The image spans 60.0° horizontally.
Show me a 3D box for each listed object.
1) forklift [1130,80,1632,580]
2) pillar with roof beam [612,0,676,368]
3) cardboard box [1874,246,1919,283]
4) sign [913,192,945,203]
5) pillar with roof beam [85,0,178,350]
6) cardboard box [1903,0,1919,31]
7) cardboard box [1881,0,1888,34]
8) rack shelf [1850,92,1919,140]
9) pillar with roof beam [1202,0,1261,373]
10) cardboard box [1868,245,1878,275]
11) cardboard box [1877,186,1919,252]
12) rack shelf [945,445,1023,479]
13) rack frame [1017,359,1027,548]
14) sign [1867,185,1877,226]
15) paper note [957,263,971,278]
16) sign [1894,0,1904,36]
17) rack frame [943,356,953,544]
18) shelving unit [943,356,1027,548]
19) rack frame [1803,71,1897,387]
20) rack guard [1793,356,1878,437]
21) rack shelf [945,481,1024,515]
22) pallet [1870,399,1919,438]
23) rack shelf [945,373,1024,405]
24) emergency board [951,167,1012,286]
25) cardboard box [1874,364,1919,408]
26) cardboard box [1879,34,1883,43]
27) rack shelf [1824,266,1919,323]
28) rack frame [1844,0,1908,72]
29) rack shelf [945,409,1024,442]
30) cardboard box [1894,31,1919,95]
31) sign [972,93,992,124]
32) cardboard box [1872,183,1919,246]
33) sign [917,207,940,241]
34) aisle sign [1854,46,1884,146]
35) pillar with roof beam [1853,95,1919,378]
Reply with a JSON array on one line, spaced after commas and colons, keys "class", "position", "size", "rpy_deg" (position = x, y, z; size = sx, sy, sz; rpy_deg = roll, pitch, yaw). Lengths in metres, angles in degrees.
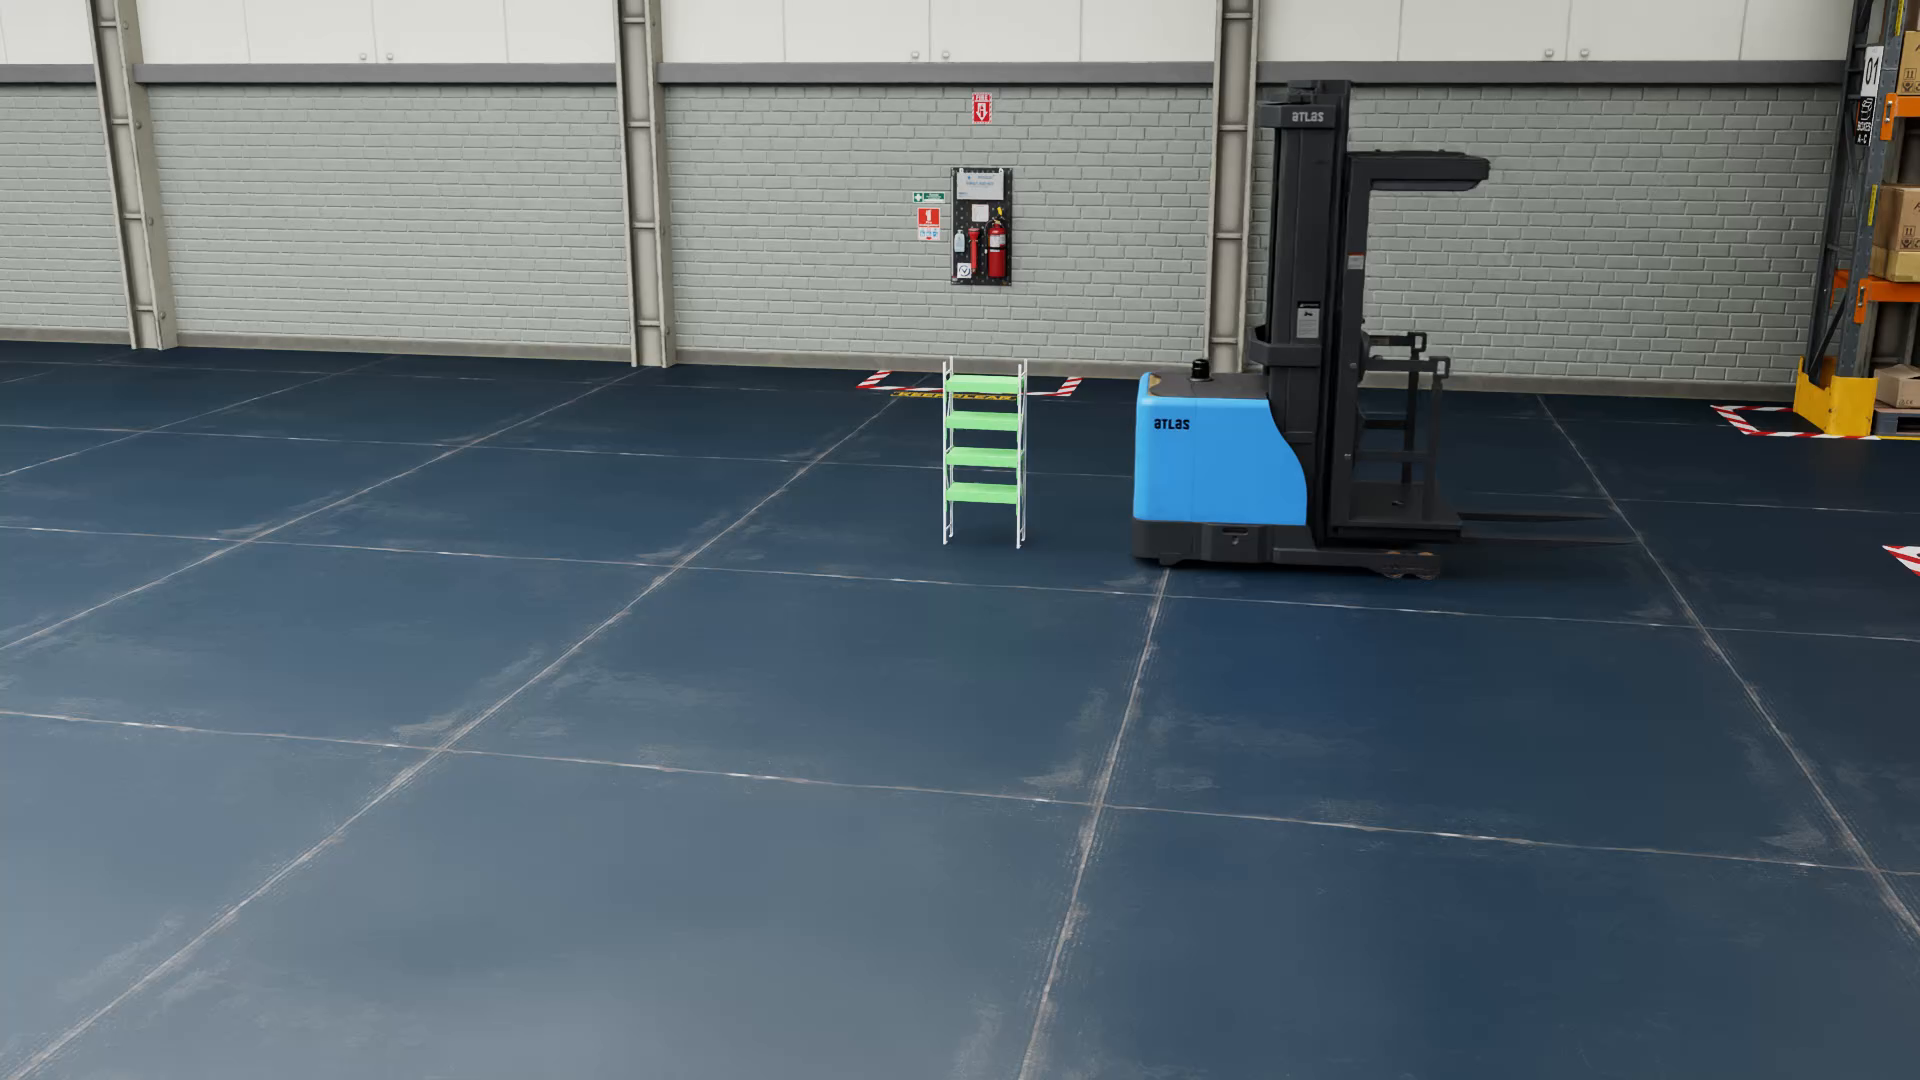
[{"class": "forklift", "position": [2.625, -1.322, 10.273], "size": [3.031, 2.935, 1.130], "rpy_deg": [2, 16, 7]}, {"class": "pillar with roof beam", "position": [-4.119, -5.082, 12.481], "size": [0.400, 9.000, 9.100], "rpy_deg": [3, 16, 11]}, {"class": "cardboard box", "position": [8.055, -2.318, 13.984], "size": [0.500, 0.250, 0.500], "rpy_deg": [3, 16, 9]}, {"class": "sign", "position": [-0.314, -3.465, 16.824], "size": [0.331, 0.109, 0.001], "rpy_deg": [3, 16, 11]}, {"class": "pillar with roof beam", "position": [-9.999, -5.401, 13.633], "size": [0.400, 9.000, 9.100], "rpy_deg": [3, 16, 11]}, {"class": "cardboard box", "position": [7.969, -4.391, 13.507], "size": [0.500, 0.500, 0.500], "rpy_deg": [2, 16, 7]}, {"class": "cardboard box", "position": [8.114, -4.520, 13.974], "size": [0.500, 0.500, 0.500], "rpy_deg": [4, 16, 14]}, {"class": "rack shelf", "position": [9.600, -3.482, 13.672], "size": [4.000, 0.370, 1.077], "rpy_deg": [3, 16, 11]}, {"class": "pillar with roof beam", "position": [1.760, -4.763, 11.328], "size": [0.400, 9.000, 9.100], "rpy_deg": [3, 16, 11]}, {"class": "cardboard box", "position": [8.136, -2.453, 14.471], "size": [0.500, 0.250, 0.500], "rpy_deg": [3, 16, 12]}, {"class": "cardboard box", "position": [8.048, -2.684, 13.902], "size": [0.500, 0.500, 0.500], "rpy_deg": [3, 16, 11]}, {"class": "rack shelf", "position": [0.162, -0.508, 10.817], "size": [0.480, 0.148, 0.258], "rpy_deg": [3, 16, 11]}, {"class": "rack frame", "position": [0.401, -0.556, 10.753], "size": [0.015, 1.200, 0.240], "rpy_deg": [3, 16, 11]}, {"class": "sign", "position": [7.532, -2.765, 13.732], "size": [0.005, 0.325, 0.100], "rpy_deg": [3, 16, 11]}, {"class": "paper note", "position": [0.045, -2.742, 16.922], "size": [0.142, 0.148, 0.016], "rpy_deg": [3, 16, 11]}, {"class": "sign", "position": [7.532, -4.214, 13.330], "size": [0.005, 0.325, 0.100], "rpy_deg": [3, 16, 11]}, {"class": "rack frame", "position": [-0.077, -0.582, 10.847], "size": [0.015, 1.200, 0.240], "rpy_deg": [3, 16, 11]}, {"class": "shelving unit", "position": [0.162, -0.569, 10.800], "size": [0.503, 1.200, 0.258], "rpy_deg": [3, 16, 11]}, {"class": "rack frame", "position": [7.640, -2.489, 14.360], "size": [0.127, 3.000, 1.000], "rpy_deg": [3, 16, 11]}, {"class": "rack guard", "position": [7.714, -1.281, 14.679], "size": [0.348, 0.500, 1.175], "rpy_deg": [3, 16, 11]}, {"class": "rack shelf", "position": [0.162, -0.277, 10.881], "size": [0.480, 0.148, 0.258], "rpy_deg": [3, 16, 11]}, {"class": "pallet", "position": [8.503, -1.089, 14.528], "size": [1.213, 0.211, 1.003], "rpy_deg": [3, 16, 11]}, {"class": "rack shelf", "position": [0.162, -0.970, 10.689], "size": [0.480, 0.148, 0.258], "rpy_deg": [3, 16, 11]}, {"class": "emergency board", "position": [0.204, -3.139, 16.705], "size": [0.643, 1.169, 0.194], "rpy_deg": [3, 16, 11]}, {"class": "cardboard box", "position": [8.300, -1.345, 14.442], "size": [0.500, 0.311, 0.500], "rpy_deg": [1, 16, 5]}, {"class": "cardboard box", "position": [8.099, -4.037, 14.103], "size": [0.500, 0.500, 0.500], "rpy_deg": [4, 16, 15]}, {"class": "rack shelf", "position": [9.600, -2.036, 14.072], "size": [4.000, 0.370, 1.077], "rpy_deg": [3, 16, 11]}, {"class": "rack frame", "position": [7.640, -5.381, 13.559], "size": [0.127, 3.000, 1.000], "rpy_deg": [3, 16, 11]}, {"class": "rack shelf", "position": [0.162, -0.739, 10.753], "size": [0.480, 0.148, 0.258], "rpy_deg": [3, 16, 11]}, {"class": "cardboard box", "position": [7.918, -3.910, 13.643], "size": [0.500, 0.500, 0.500], "rpy_deg": [4, 16, 13]}, {"class": "sign", "position": [0.216, -4.283, 16.492], "size": [0.199, 0.298, 0.001], "rpy_deg": [3, 16, 11]}, {"class": "cardboard box", "position": [8.144, -2.819, 14.387], "size": [0.500, 0.500, 0.500], "rpy_deg": [3, 16, 10]}, {"class": "sign", "position": [-0.317, -3.213, 16.904], "size": [0.234, 0.329, 0.001], "rpy_deg": [3, 16, 11]}, {"class": "aisle sign", "position": [7.509, -3.668, 13.743], "size": [0.004, 0.787, 0.394], "rpy_deg": [3, 16, 11]}, {"class": "pillar with roof beam", "position": [7.640, -4.443, 10.176], "size": [0.400, 9.000, 9.100], "rpy_deg": [3, 16, 11]}]
